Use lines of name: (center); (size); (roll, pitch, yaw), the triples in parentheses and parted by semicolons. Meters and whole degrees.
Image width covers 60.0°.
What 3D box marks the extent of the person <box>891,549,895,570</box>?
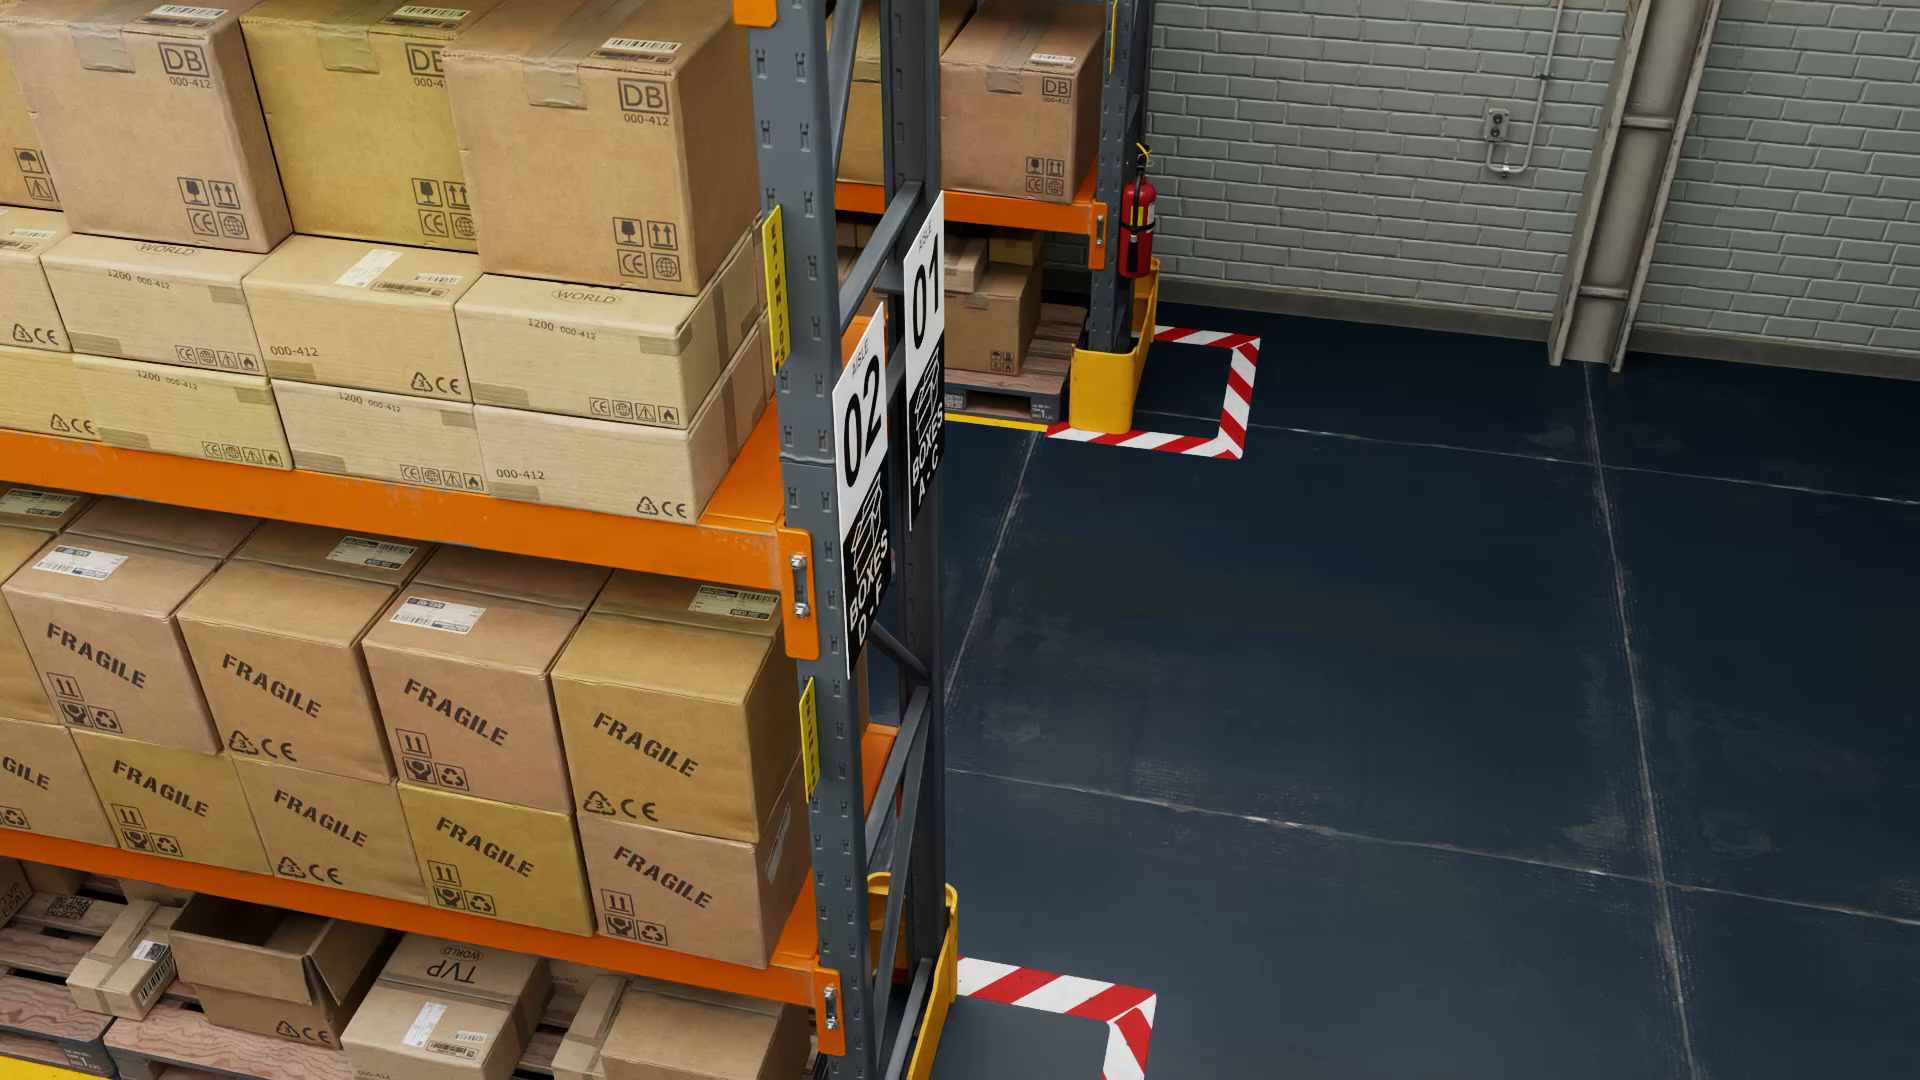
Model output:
person: (-0.727, -0.471, 7.614); (0.920, 1.616, 0.461); (31, 46, 34)
